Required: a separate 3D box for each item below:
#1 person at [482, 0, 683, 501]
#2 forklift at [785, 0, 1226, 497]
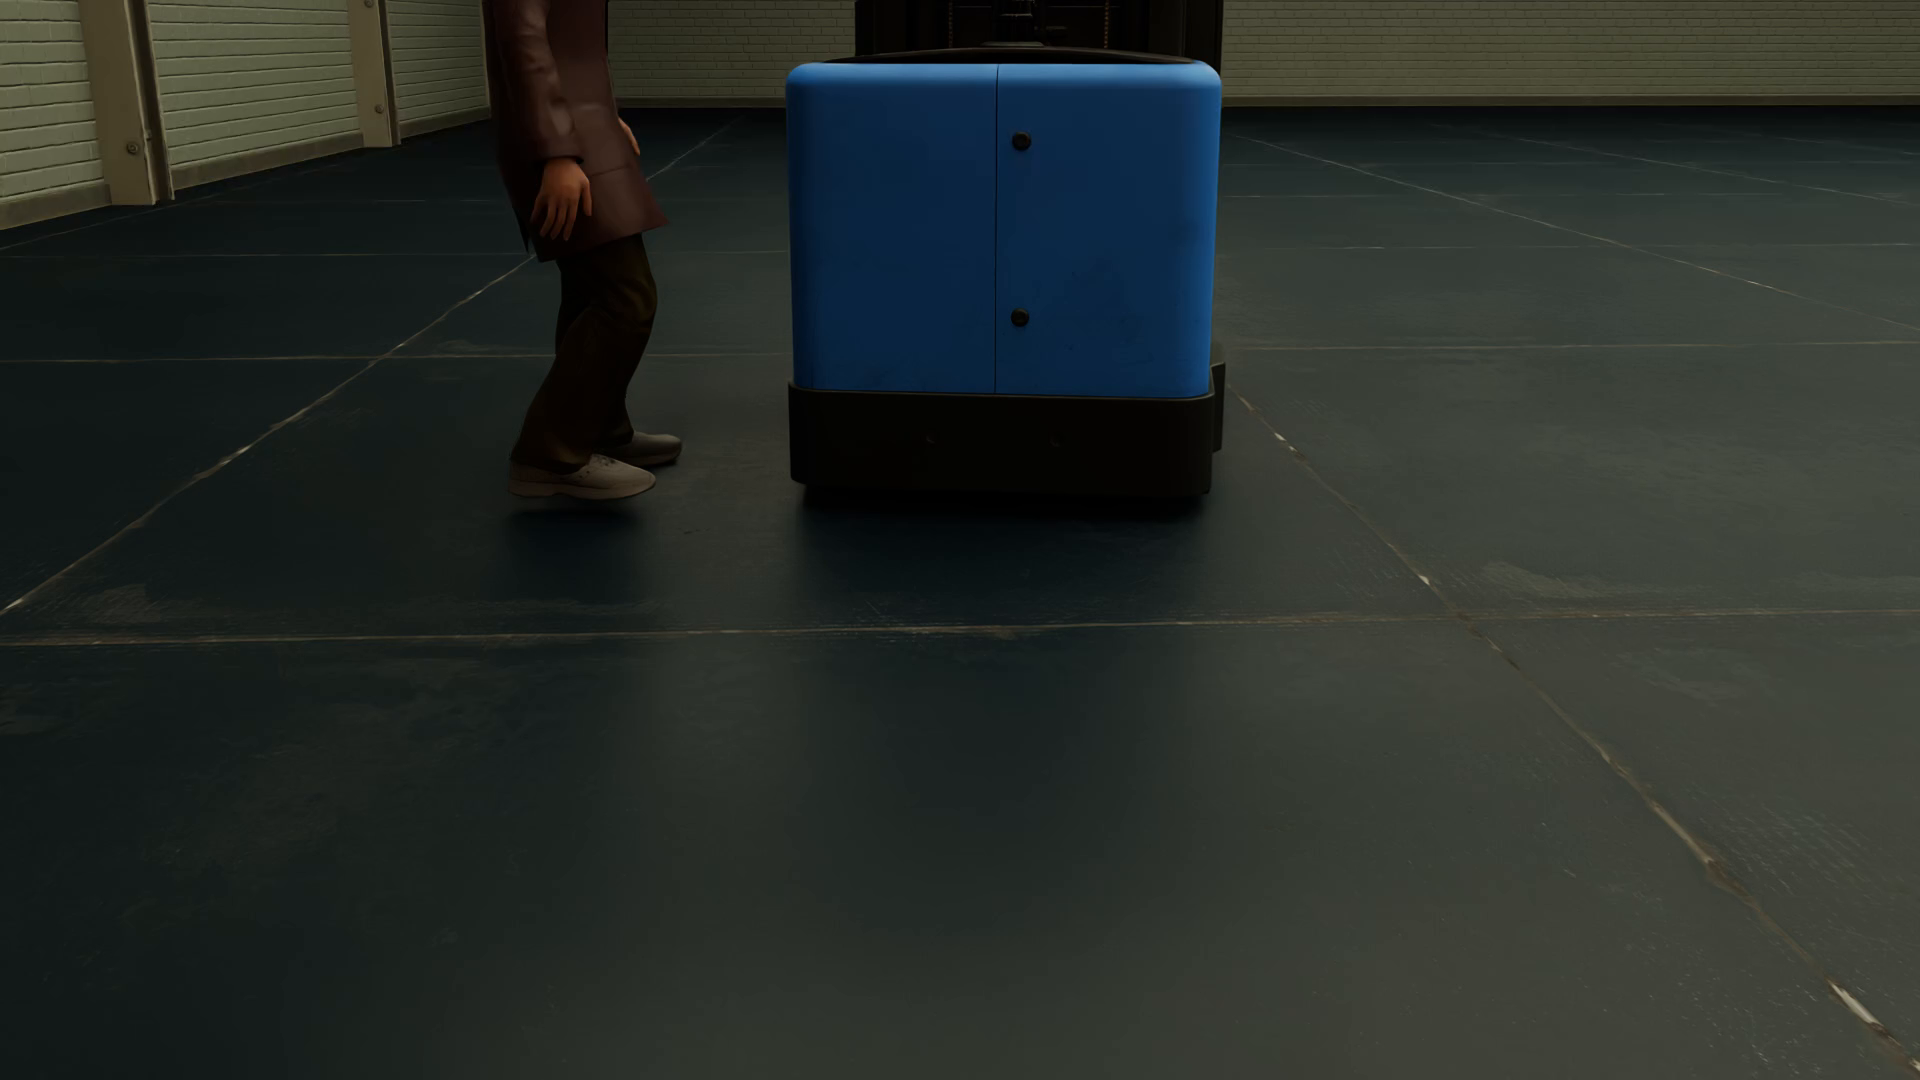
[{"bbox_3d":[-0.923,-0.950,4.027,0.453,1.753,0.817,-4,17,-11],"label":"person"},{"bbox_3d":[0.260,-1.889,5.084,1.130,2.935,3.031,2,17,6],"label":"forklift"}]
